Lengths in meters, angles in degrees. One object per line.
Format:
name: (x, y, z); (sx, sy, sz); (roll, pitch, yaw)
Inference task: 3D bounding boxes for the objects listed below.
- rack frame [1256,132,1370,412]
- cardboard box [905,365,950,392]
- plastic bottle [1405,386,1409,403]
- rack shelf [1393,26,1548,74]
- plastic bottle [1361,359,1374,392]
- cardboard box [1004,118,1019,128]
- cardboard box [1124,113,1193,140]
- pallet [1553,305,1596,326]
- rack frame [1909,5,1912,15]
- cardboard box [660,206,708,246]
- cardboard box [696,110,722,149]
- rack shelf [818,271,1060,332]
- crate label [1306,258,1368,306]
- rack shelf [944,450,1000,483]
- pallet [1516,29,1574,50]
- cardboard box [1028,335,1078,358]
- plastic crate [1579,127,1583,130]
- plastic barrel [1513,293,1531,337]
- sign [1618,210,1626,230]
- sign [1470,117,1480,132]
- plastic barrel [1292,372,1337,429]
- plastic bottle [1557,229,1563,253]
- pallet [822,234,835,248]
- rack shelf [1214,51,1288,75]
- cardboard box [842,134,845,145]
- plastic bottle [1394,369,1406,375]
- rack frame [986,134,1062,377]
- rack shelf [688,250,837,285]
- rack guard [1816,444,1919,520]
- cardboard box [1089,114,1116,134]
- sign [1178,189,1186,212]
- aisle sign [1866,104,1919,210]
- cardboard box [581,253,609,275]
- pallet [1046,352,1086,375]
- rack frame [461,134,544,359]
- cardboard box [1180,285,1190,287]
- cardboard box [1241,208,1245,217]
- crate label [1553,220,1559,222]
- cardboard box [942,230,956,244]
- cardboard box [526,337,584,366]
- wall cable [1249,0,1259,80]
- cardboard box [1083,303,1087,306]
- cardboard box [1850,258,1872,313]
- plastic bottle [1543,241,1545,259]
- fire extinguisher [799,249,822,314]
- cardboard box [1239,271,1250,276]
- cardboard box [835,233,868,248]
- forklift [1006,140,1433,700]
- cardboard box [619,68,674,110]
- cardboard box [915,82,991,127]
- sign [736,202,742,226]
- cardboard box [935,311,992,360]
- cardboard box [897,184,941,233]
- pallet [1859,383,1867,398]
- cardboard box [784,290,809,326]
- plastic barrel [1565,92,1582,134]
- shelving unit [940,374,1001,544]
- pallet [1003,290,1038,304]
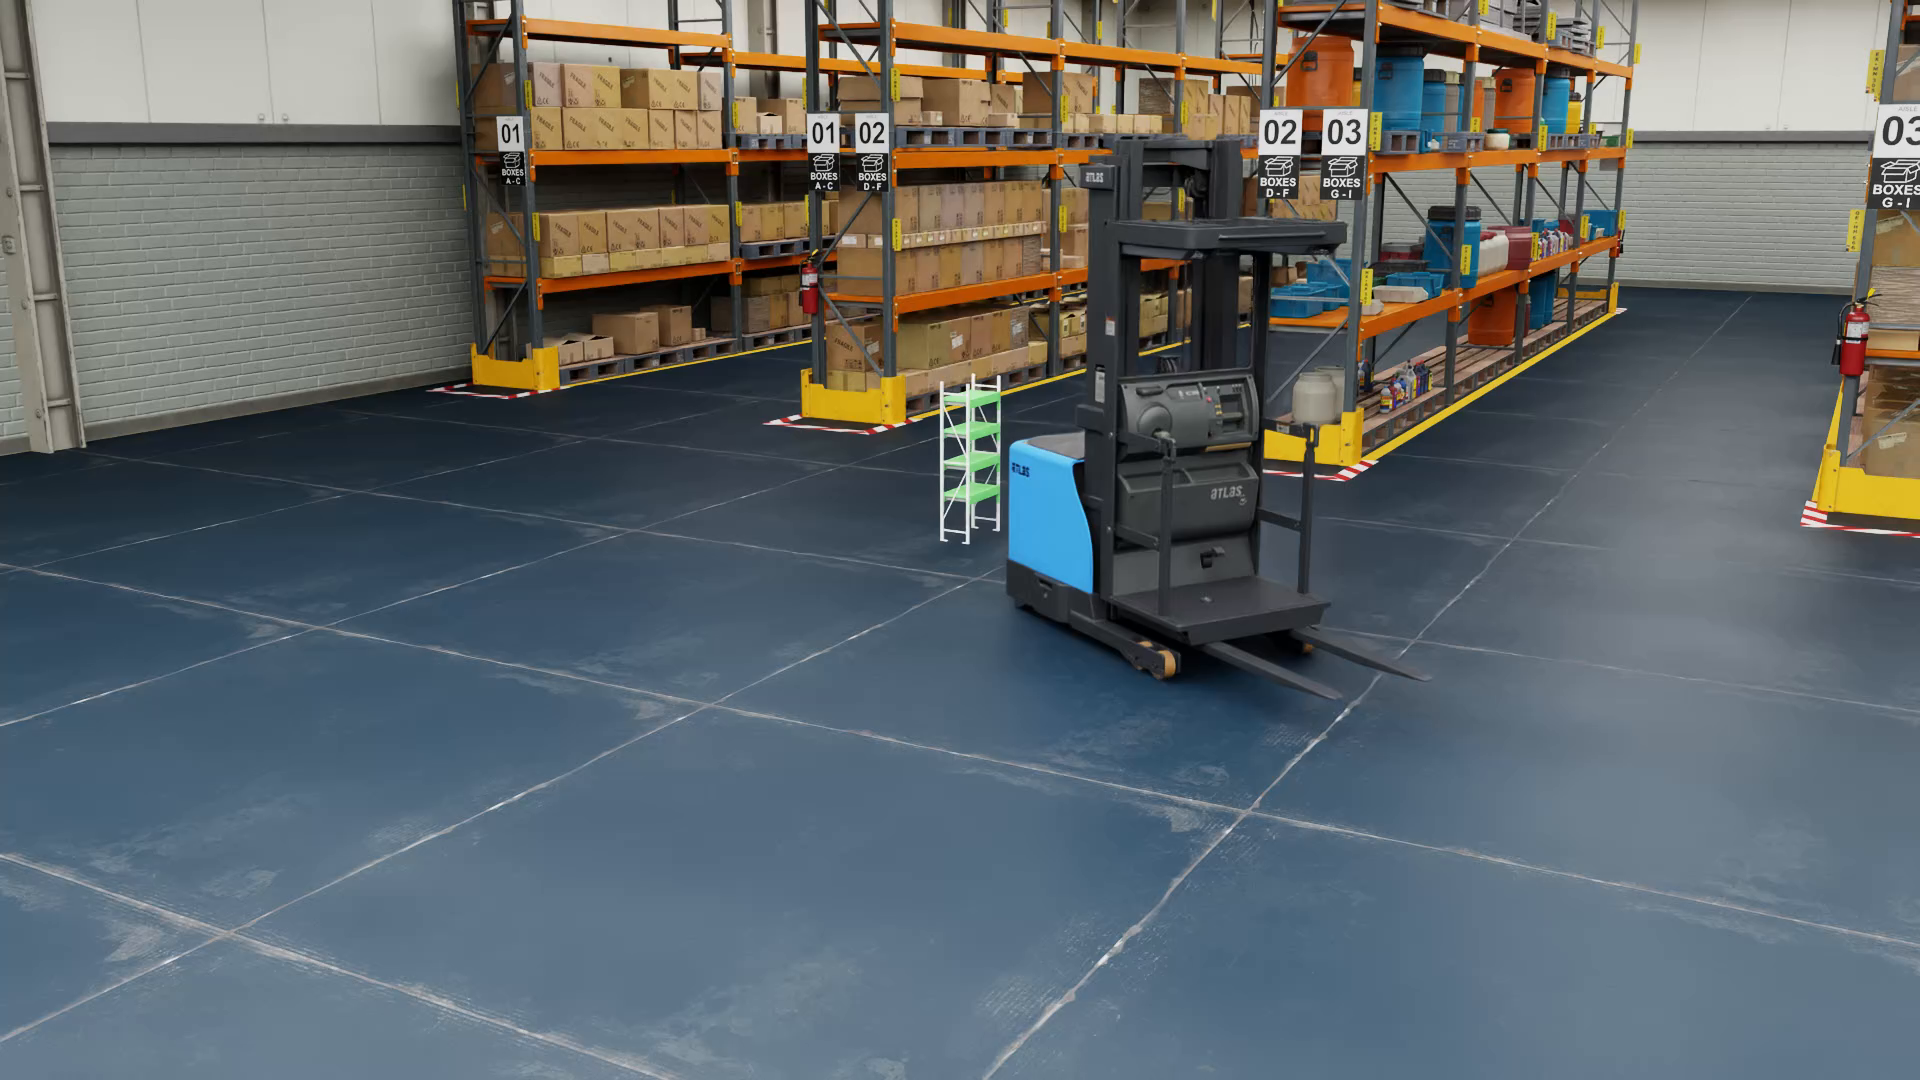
rack frame: (3.193, -2.215, 15.320); (1.000, 3.000, 0.127); (7, 15, 28)
cardboard box: (-0.448, -1.832, 18.704); (0.500, 0.250, 0.500); (7, 15, 28)
plastic bottle: (4.704, -1.558, 17.629); (0.097, 0.201, 0.097); (0, 14, 0)
rack shelf: (6.094, -5.818, 19.855); (1.077, 0.370, 4.000); (7, 15, 28)
plastic bottle: (4.500, -1.827, 18.424); (0.144, 0.351, 0.185); (7, 15, 28)
cardboard box: (0.887, -7.549, 30.258); (0.500, 0.250, 0.500); (7, 15, 28)
cardboard box: (2.908, -6.018, 24.483); (0.910, 0.500, 0.500); (7, 15, 28)
pallet: (9.905, -3.728, 27.546); (1.003, 0.211, 1.213); (7, 15, 28)
rack frame: (13.330, -7.032, 22.502); (1.000, 3.000, 0.127); (7, 15, 28)
cardboard box: (-3.739, -4.224, 22.333); (0.500, 0.500, 0.500); (7, 15, 28)
cardboard box: (-3.574, -5.542, 22.467); (0.500, 0.500, 0.500); (8, 16, 30)
rack shelf: (-0.174, -2.837, 19.438); (1.077, 0.370, 4.000); (7, 15, 28)
crate label: (3.846, -2.640, 17.010); (0.502, 0.435, 0.616); (7, 15, 28)
rack shelf: (0.080, -0.555, 12.549); (0.258, 0.148, 0.480); (7, 15, 28)
pallet: (7.436, -6.631, 22.094); (1.213, 0.211, 1.003); (7, 15, 28)
cardboard box: (1.205, -2.520, 21.555); (0.500, 0.250, 0.500); (7, 15, 27)
plastic crate: (9.949, -6.643, 27.421); (0.504, 0.338, 0.767); (7, 15, 28)
plastic barrel: (7.828, -3.222, 23.747); (0.600, 0.588, 0.708); (7, 15, 28)
sign: (11.418, -5.518, 28.673); (0.100, 0.325, 0.005); (7, 15, 28)
sign: (5.603, -4.433, 18.104); (0.100, 0.325, 0.005); (7, 15, 28)
plastic barrel: (3.445, -1.353, 16.159); (0.421, 0.512, 0.421); (0, 14, 0)
plastic bottle: (8.837, -4.427, 24.602); (0.144, 0.351, 0.185); (7, 15, 28)
pallet: (-1.863, -4.727, 26.150); (1.213, 0.211, 1.003); (7, 15, 28)
rack shelf: (5.627, -8.214, 28.947); (1.077, 0.370, 4.000); (7, 15, 28)
cardboard box: (-1.723, -6.225, 25.701); (0.500, 0.311, 0.500); (7, 15, 28)
plastic bottle: (4.833, -1.733, 18.194); (0.152, 0.276, 0.135); (7, 15, 28)
rack frame: (0.793, -3.597, 21.056); (1.000, 3.000, 0.127); (7, 15, 28)
rack shelf: (-2.579, -4.219, 25.167); (1.077, 0.370, 4.000); (7, 15, 28)
rack guard: (7.566, -0.454, 13.350); (1.175, 0.500, 0.348); (7, 15, 28)
cardboard box: (1.771, -5.572, 22.271); (0.500, 0.250, 0.500); (6, 15, 23)
sign: (3.214, -4.919, 24.066); (0.100, 0.325, 0.005); (7, 15, 28)
aisle sign: (7.237, -2.939, 12.776); (0.394, 0.787, 0.004); (7, 15, 28)
cardboard box: (-4.727, -3.446, 20.706); (0.500, 0.250, 0.500); (7, 15, 26)
pallet: (1.115, -2.398, 22.028); (1.003, 0.211, 1.213); (7, 15, 28)
rack frame: (-5.479, -3.337, 19.976); (1.000, 3.000, 0.127); (7, 15, 28)
cardboard box: (3.692, -3.688, 25.827); (0.500, 0.500, 0.500); (7, 15, 27)
cardboard box: (4.677, -5.419, 28.398); (0.500, 0.500, 0.500); (8, 16, 29)
crate label: (10.521, -5.432, 28.894); (0.416, 0.233, 0.303); (7, 15, 28)
cardboard box: (-0.265, -3.409, 18.676); (0.380, 0.149, 0.250); (7, 15, 26)
cardboard box: (-5.066, -2.376, 20.786); (0.500, 0.311, 0.500); (6, 15, 22)
wall cable: (7.671, -11.295, 36.035); (3.097, 2.526, 0.112); (7, 15, 28)
cardboard box: (1.953, -3.110, 22.806); (0.500, 0.311, 0.500); (8, 16, 30)
cardboard box: (7.956, -2.073, 13.883); (0.875, 0.500, 0.500); (7, 15, 28)
plastic bottle: (8.191, -4.103, 23.429); (0.097, 0.271, 0.097); (0, 14, 0)
fire extinguisher: (-1.605, -2.768, 17.778); (0.296, 0.674, 0.183); (7, 15, 28)
cardboard box: (4.687, -4.387, 28.723); (0.500, 0.500, 0.500); (7, 15, 28)
cardboard box: (-1.123, -3.241, 17.978); (0.380, 0.149, 0.250); (7, 15, 27)
forklift: (1.441, -0.765, 9.452); (1.130, 2.935, 3.031); (-7, 15, -27)
cardboard box: (-4.049, -5.805, 21.423); (0.500, 0.500, 0.500); (7, 15, 26)
cardboard box: (-0.114, -5.055, 19.284); (0.797, 0.503, 0.637); (9, 16, 34)
sign: (-3.067, -4.519, 23.030); (0.100, 0.325, 0.005); (7, 15, 28)
cardboard box: (0.041, -2.401, 19.464); (0.500, 0.500, 0.500); (7, 15, 28)
cardboard box: (-0.629, -3.670, 18.374); (0.700, 0.500, 0.500); (7, 15, 27)
pallet: (10.427, -1.530, 18.429); (1.003, 0.211, 1.213); (7, 15, 28)
cardboard box: (-2.716, -3.521, 25.135); (0.700, 0.500, 0.500); (8, 15, 29)
plastic barrel: (8.731, -6.220, 24.238); (0.600, 0.588, 0.600); (0, 14, 0)
shelving unit: (0.080, -0.617, 12.534); (0.258, 1.200, 0.503); (7, 15, 28)
pallet: (0.758, -4.591, 31.126); (1.003, 0.211, 1.213); (7, 15, 28)
